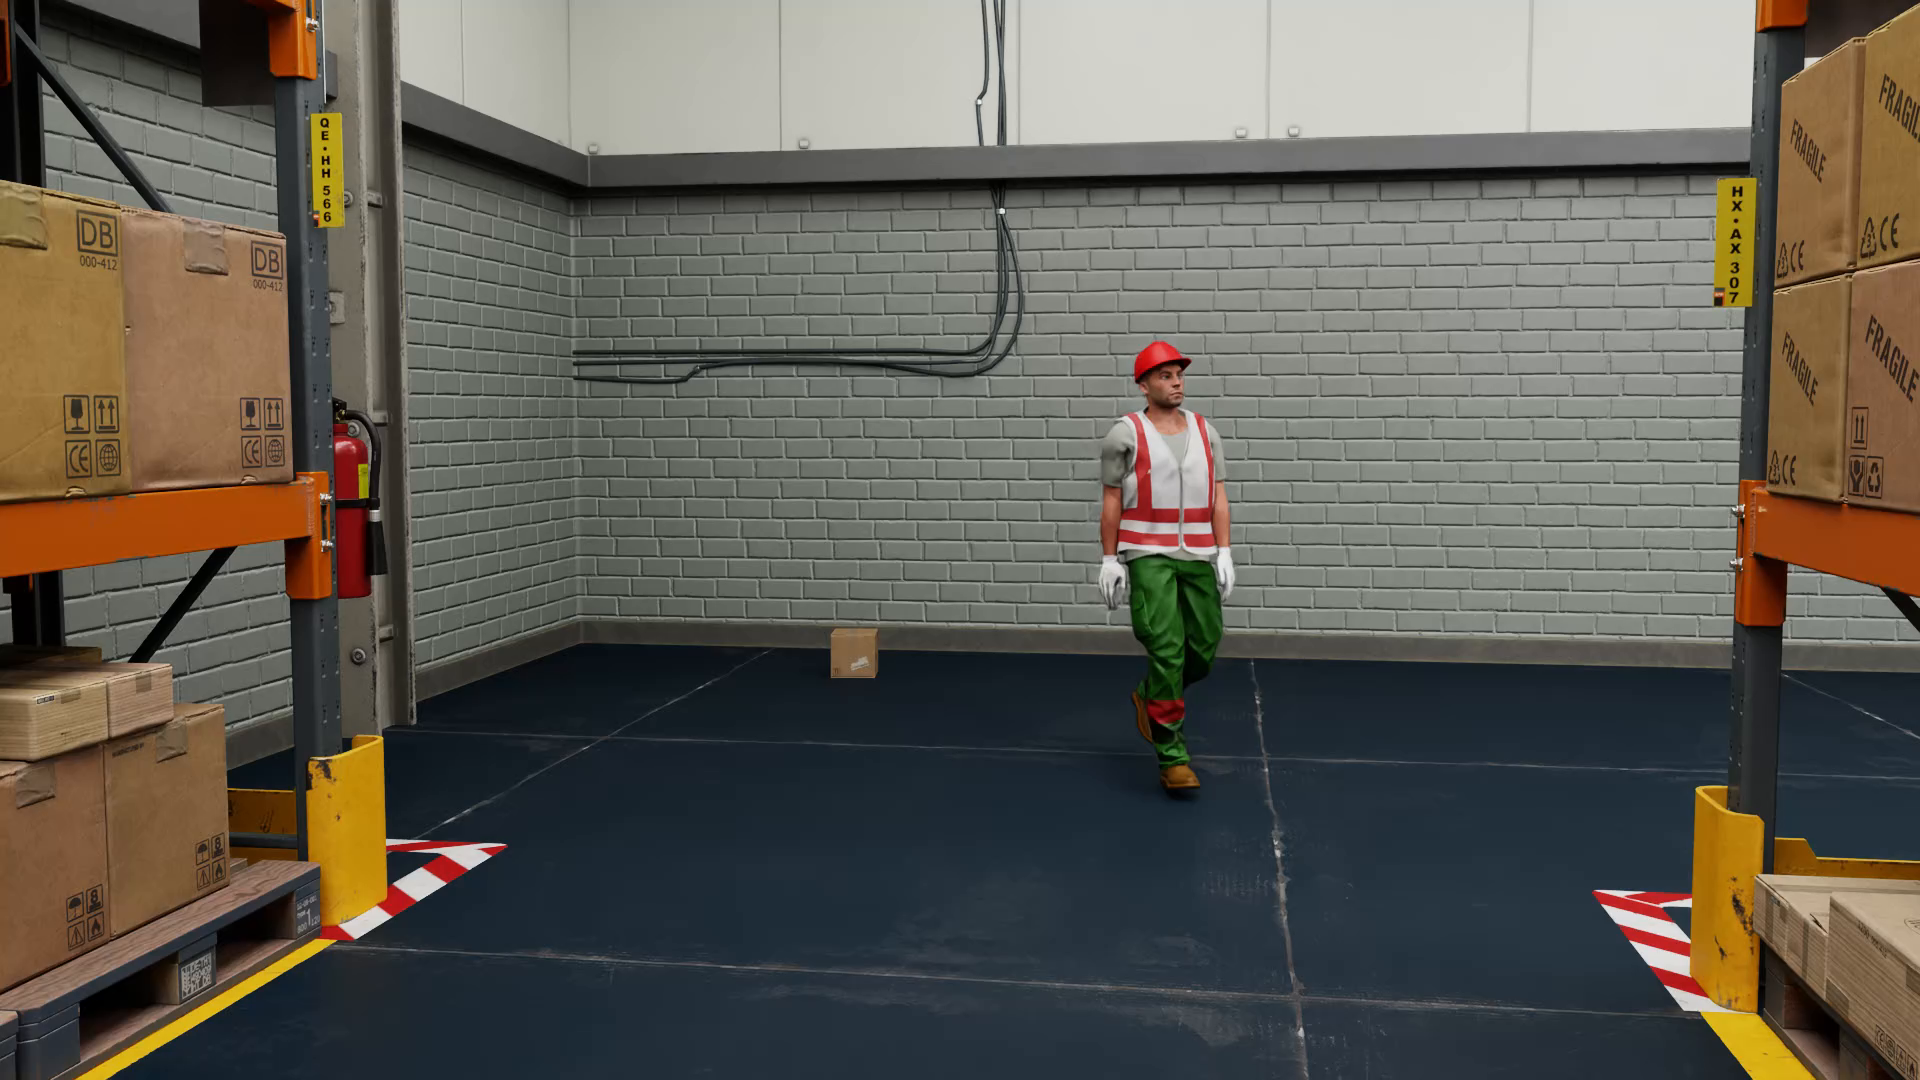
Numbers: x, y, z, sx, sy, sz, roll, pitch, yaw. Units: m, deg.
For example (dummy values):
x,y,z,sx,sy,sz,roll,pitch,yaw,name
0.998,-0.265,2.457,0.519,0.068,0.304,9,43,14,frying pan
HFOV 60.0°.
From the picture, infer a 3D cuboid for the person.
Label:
x,y,z,sx,sy,sz,roll,pitch,yaw,name
0.835,0.081,6.750,0.555,1.766,0.842,-1,5,-18,person
